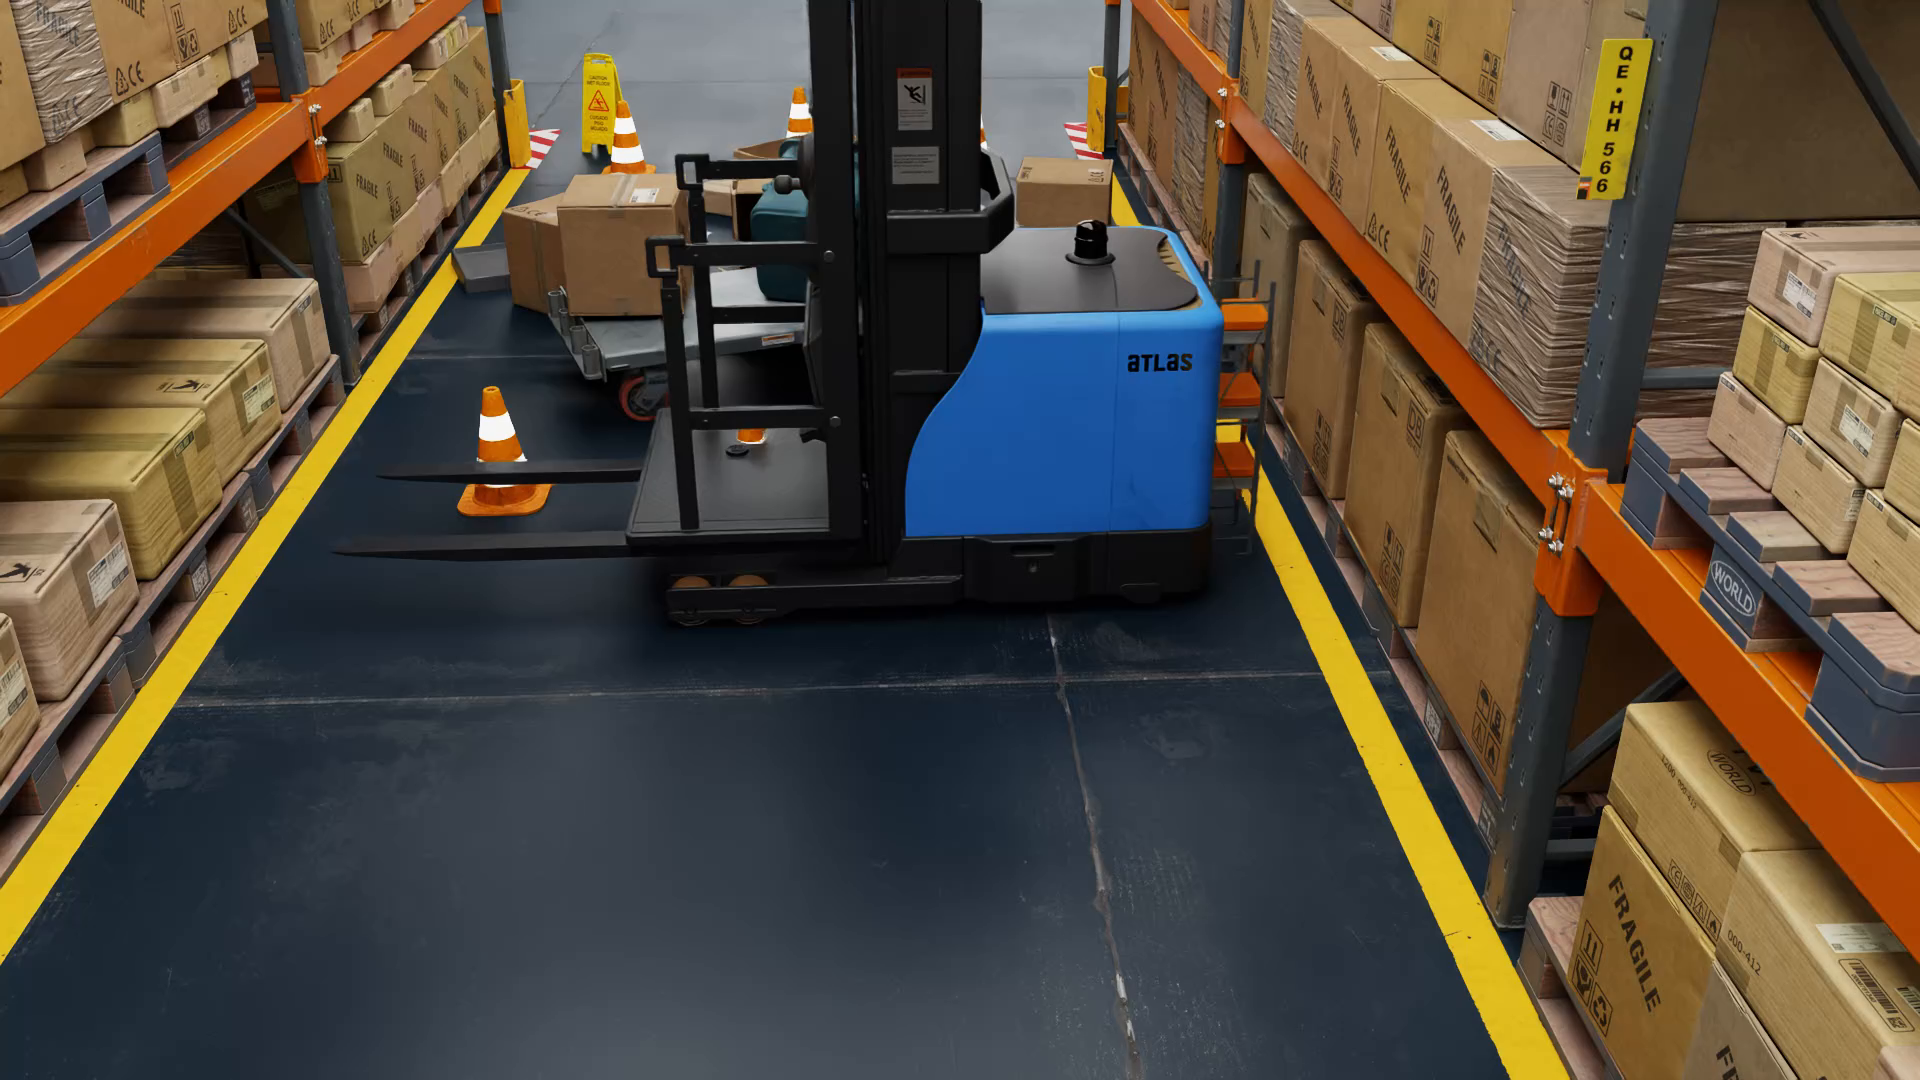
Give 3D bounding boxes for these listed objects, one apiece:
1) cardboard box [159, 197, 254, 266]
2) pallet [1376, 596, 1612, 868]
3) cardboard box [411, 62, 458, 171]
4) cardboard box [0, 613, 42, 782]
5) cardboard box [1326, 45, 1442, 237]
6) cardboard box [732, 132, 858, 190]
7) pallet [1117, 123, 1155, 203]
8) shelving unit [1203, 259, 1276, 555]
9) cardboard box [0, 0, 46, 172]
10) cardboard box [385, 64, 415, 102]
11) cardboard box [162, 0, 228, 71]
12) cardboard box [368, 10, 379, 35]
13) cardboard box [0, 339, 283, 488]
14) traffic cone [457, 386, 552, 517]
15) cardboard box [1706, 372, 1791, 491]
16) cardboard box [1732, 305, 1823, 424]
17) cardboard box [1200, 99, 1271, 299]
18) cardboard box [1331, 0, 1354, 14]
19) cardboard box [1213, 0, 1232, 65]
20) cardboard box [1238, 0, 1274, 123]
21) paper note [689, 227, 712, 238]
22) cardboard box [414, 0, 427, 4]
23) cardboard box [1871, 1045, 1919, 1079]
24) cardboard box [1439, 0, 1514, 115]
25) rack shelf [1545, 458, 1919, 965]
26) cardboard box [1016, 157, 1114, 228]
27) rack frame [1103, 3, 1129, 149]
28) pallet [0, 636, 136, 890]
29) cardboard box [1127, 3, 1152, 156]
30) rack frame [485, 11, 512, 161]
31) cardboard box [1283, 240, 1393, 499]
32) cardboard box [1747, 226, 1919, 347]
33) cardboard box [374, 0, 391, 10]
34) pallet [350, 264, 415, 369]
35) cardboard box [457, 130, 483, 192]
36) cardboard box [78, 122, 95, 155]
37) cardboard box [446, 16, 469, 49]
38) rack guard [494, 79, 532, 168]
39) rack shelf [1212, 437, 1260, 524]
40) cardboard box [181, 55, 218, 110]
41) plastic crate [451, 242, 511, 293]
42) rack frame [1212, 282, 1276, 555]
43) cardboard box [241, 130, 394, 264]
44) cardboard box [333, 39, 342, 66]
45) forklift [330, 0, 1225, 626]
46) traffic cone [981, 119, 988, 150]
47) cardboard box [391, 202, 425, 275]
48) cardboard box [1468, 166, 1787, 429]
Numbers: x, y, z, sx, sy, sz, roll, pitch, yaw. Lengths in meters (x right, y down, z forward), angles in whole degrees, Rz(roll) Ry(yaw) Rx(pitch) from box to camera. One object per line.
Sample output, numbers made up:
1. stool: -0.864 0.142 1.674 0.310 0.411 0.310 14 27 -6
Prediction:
1. cardboard box: -3.558 -1.604 7.789 0.500 0.500 0.500 -2 28 -3
2. pallet: 1.922 0.514 5.036 1.003 0.211 1.213 -1 28 -3
3. cardboard box: -3.116 -2.346 9.213 0.500 0.500 0.500 -2 28 -4
4. cardboard box: -3.070 0.528 4.382 0.950 0.372 0.625 -3 28 -6
5. cardboard box: 1.515 -1.300 5.391 0.500 0.500 0.500 -1 28 -2
6. cardboard box: -0.848 -2.028 9.594 0.797 0.503 0.637 -23 35 -37
7. pallet: 1.590 -2.447 10.713 1.003 0.211 1.213 -1 28 -3
8. shelving unit: 0.970 -0.467 6.010 0.215 1.050 0.252 -2 28 -3
9. cardboard box: -2.911 -1.251 4.522 0.500 0.500 0.500 -1 28 -2
10. cardboard box: -3.012 -2.324 8.469 0.380 0.149 0.250 0 28 0
11. cardboard box: -2.979 -1.963 5.886 0.500 0.500 0.500 -1 28 -2
12. cardboard box: -3.088 -2.554 8.175 0.380 0.149 0.250 -2 28 -3
13. cardboard box: -3.188 -0.484 6.322 0.950 0.372 0.625 0 28 1
14. traffic cone: -1.796 -0.374 6.466 0.336 0.463 0.334 -1 28 -3
15. cardboard box: 1.710 -0.220 3.245 0.380 0.149 0.250 -2 28 -3
16. cardboard box: 1.713 -0.335 3.144 0.380 0.149 0.250 0 28 0
17. cardboard box: 1.716 -1.740 8.186 0.875 0.875 0.875 -1 28 -2
18. cardboard box: 1.740 -2.225 6.082 0.700 0.500 0.500 -2 28 -3
19. cardboard box: 1.648 -2.440 7.523 0.875 0.550 0.550 -1 28 -3
20. cardboard box: 1.438 -1.998 6.730 0.500 0.500 0.500 -1 28 -2
21. paper note: -1.536 -1.779 9.640 0.148 0.019 0.142 8 29 15
22. cardboard box: -3.098 -3.017 9.062 0.380 0.149 0.250 -2 28 -3
23. cardboard box: 1.722 1.021 2.487 0.500 0.250 0.500 -1 28 -2
24. cardboard box: 1.818 -1.522 4.735 0.700 0.500 0.500 -2 28 -3
25. rack shelf: 1.992 0.886 2.085 1.077 0.370 4.000 -1 28 -3
26. cardboard box: 0.573 -1.788 9.136 0.500 0.500 0.500 3 28 6
27. rack frame: 1.470 -4.051 10.773 1.000 3.000 0.127 -1 28 -3
28. pallet: -3.089 0.685 4.708 1.003 0.211 1.213 -1 28 -3
29. cardboard box: 1.572 -2.983 10.570 0.875 0.875 0.875 -1 28 -2
30. rack frame: -3.468 -3.885 10.454 1.000 3.000 0.127 -1 28 -3
31. cardboard box: 1.848 -0.662 6.255 1.050 0.750 0.750 -1 28 -3
32. cardboard box: 1.719 -0.475 3.091 0.380 0.149 0.250 -1 28 -3
33. cardboard box: -3.066 -2.887 8.112 0.500 0.500 0.500 -2 28 -3
34. pallet: -3.329 -1.110 8.150 1.003 0.211 1.213 -1 28 -3
35. cardboard box: -3.138 -2.245 9.831 0.500 0.250 0.500 -1 28 -2
36. cardboard box: -3.006 -1.286 5.289 0.380 0.149 0.250 -2 28 -4
37. cardboard box: -3.079 -2.940 9.650 0.380 0.149 0.250 -1 28 -1
38. rack guard: -3.464 -2.741 10.965 1.175 0.500 0.348 -1 28 -3
39. rack shelf: 0.970 -0.211 6.144 0.215 0.259 0.240 -2 28 -3
40. cardboard box: -2.911 -1.641 5.970 0.380 0.149 0.250 -2 28 -3
41. plastic crate: -2.522 -1.488 9.016 0.402 0.080 0.583 -11 30 -20
42. rack frame: 0.977 -0.411 5.902 0.200 1.050 0.008 -2 28 -3
43. cardboard box: -3.020 -1.616 7.813 0.500 0.500 0.500 0 28 0
44. cardboard box: -3.020 -2.195 7.486 0.380 0.149 0.250 -1 28 -1
45. forklift: -0.665 -1.258 5.492 3.031 2.935 1.130 -2 28 -3
46. traffic cone: 0.080 -2.646 10.824 0.336 0.463 0.334 -1 28 -3
47. cardboard box: -3.059 -1.530 8.458 0.500 0.250 0.500 0 28 0
48. cardboard box: 1.596 -0.602 4.053 0.500 0.500 0.500 -1 28 -3
